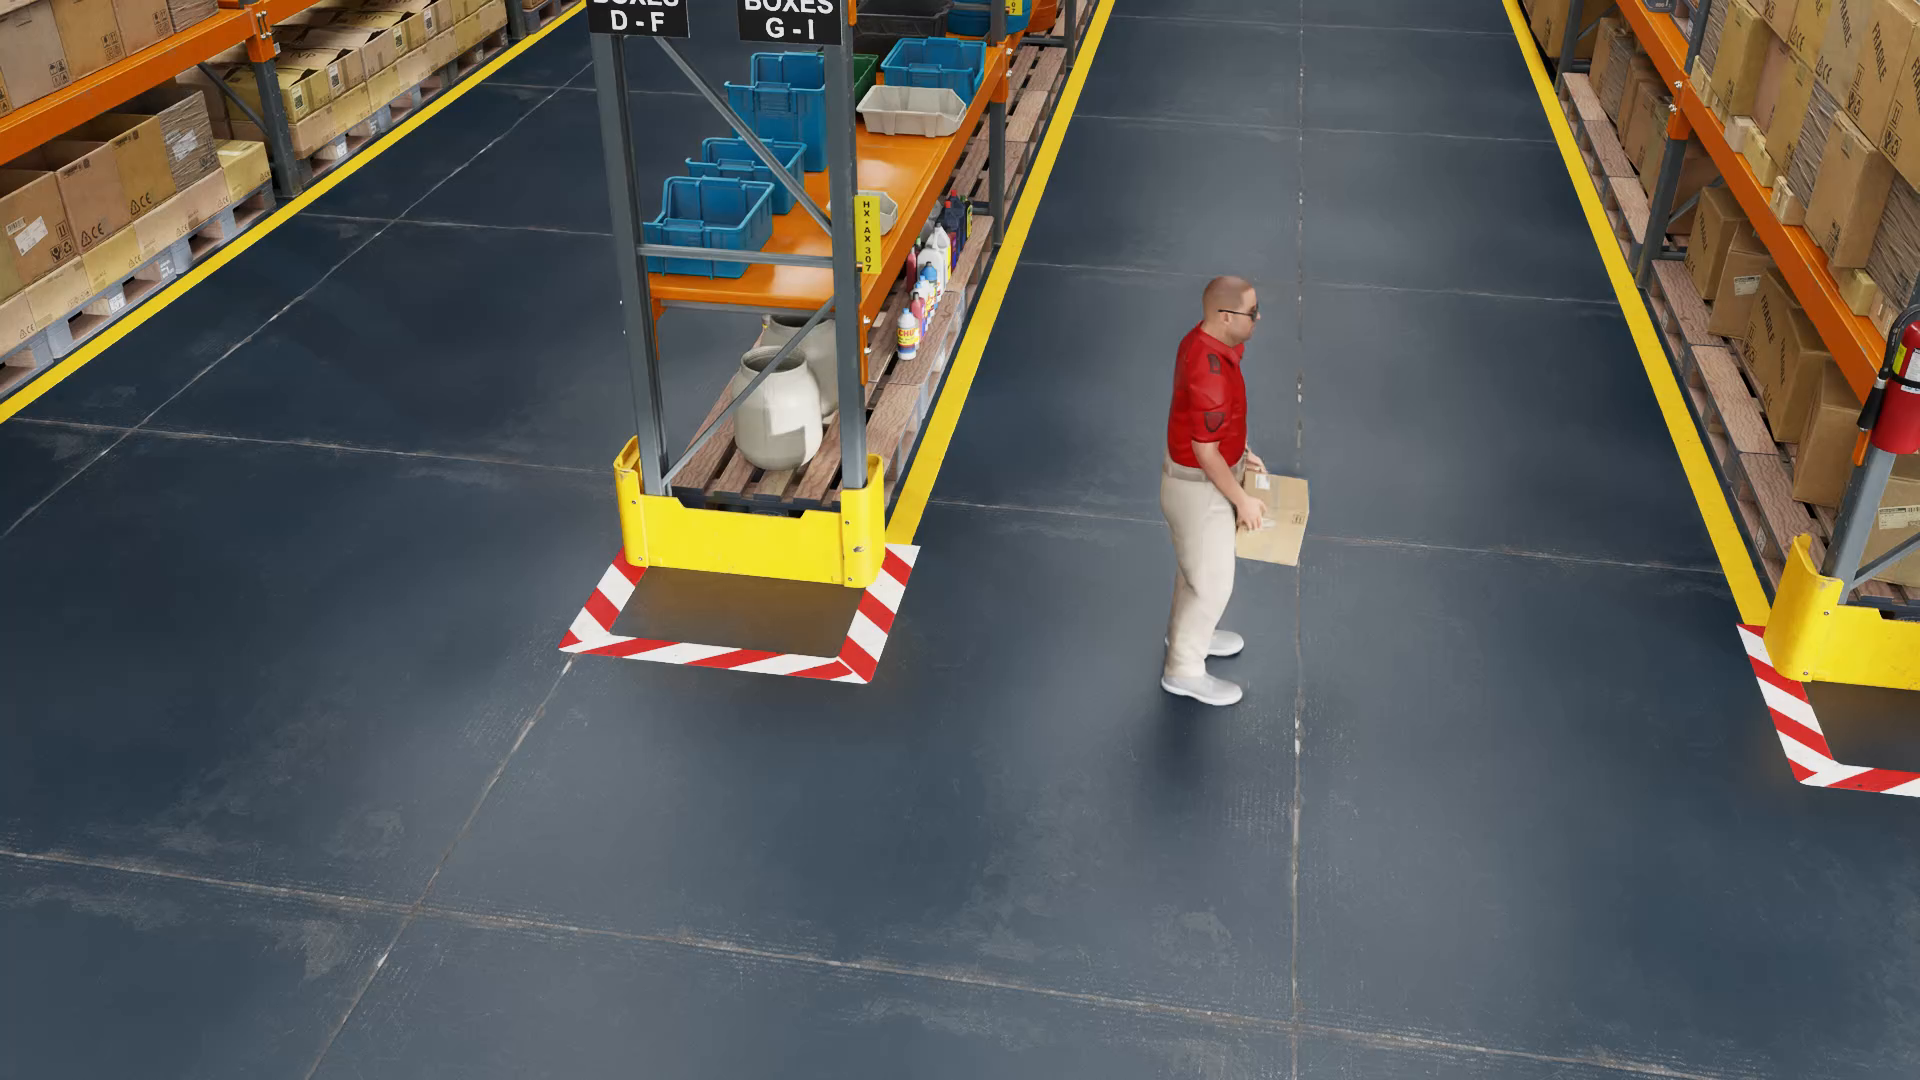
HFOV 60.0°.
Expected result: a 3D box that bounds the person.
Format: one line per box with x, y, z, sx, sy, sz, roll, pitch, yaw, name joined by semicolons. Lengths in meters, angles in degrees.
0.992;-0.212;6.481;0.418;1.733;0.543;5;32;7;person
